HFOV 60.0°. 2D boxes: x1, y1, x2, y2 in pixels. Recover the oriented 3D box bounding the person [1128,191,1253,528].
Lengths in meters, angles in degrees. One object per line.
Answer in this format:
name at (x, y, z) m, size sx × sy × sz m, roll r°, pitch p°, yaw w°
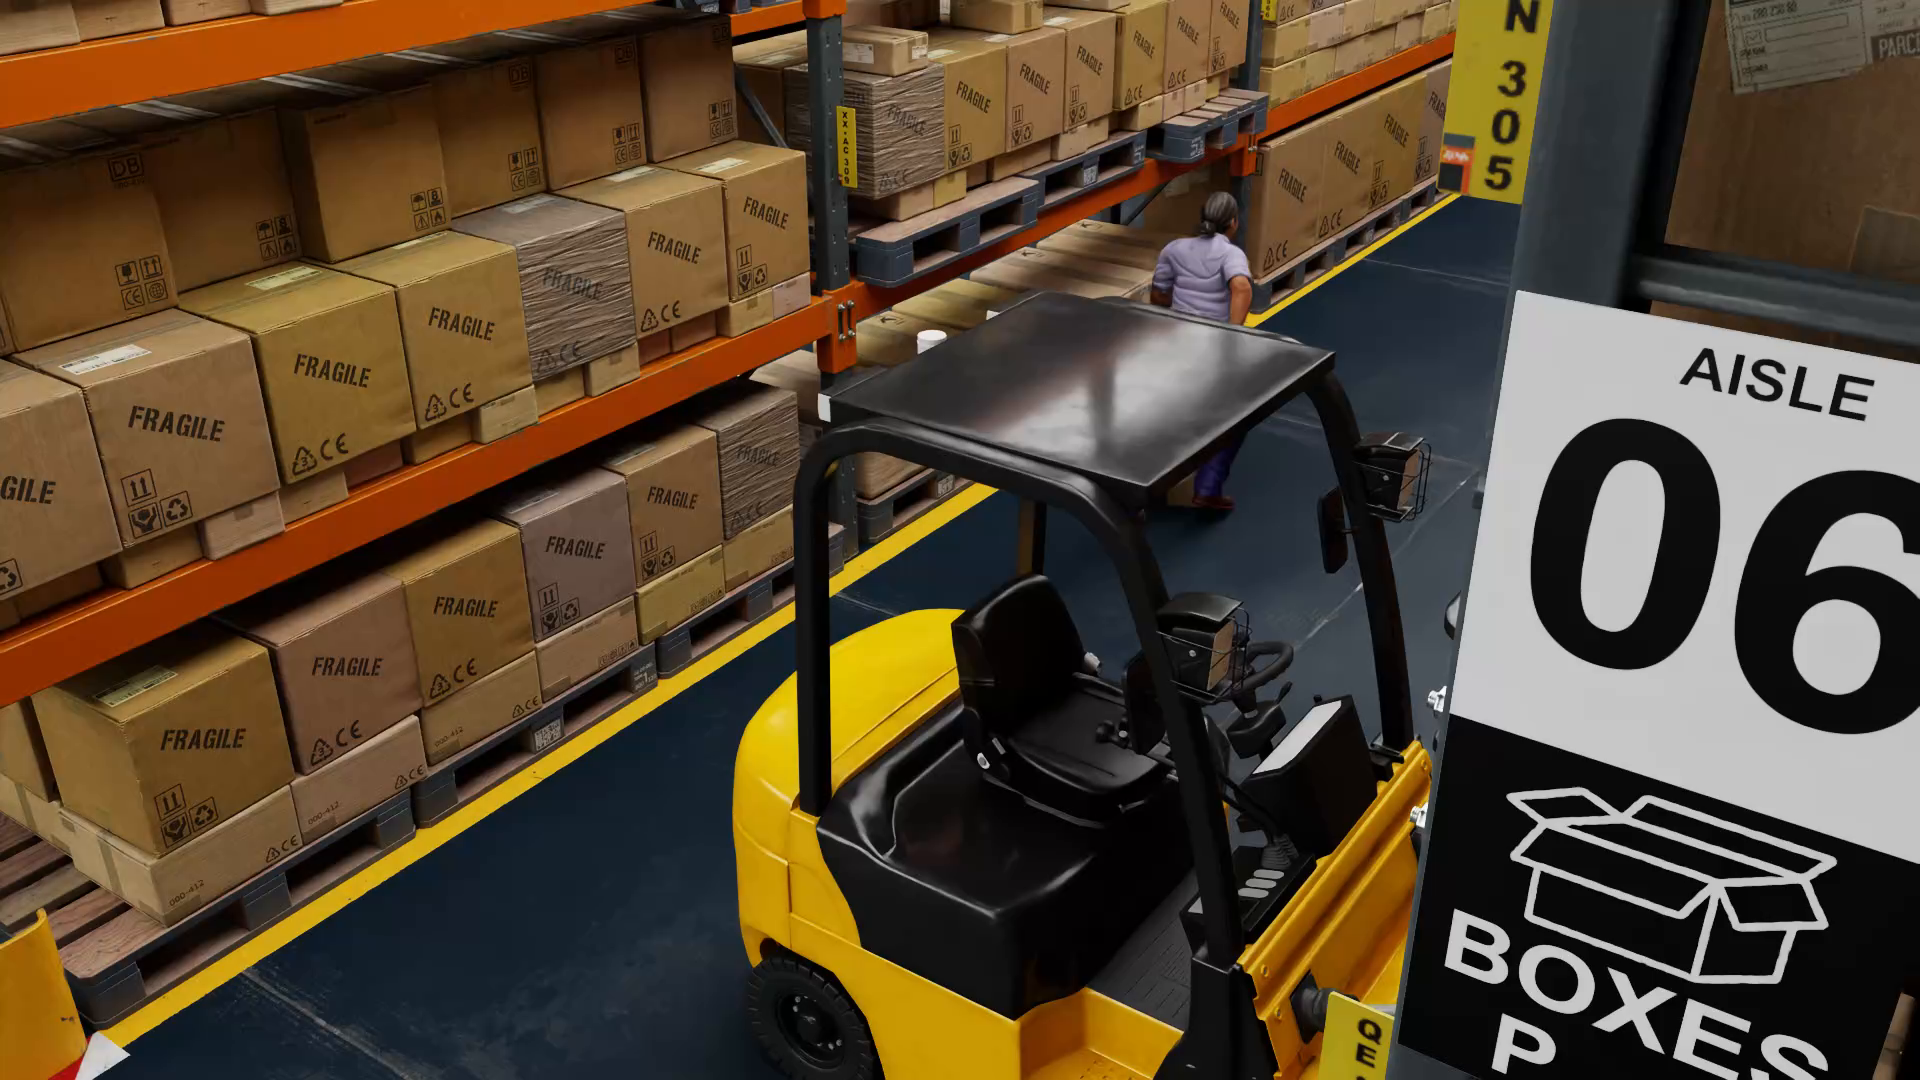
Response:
person at (1.103, -0.821, 7.799) m, size 0.599 × 1.561 × 0.914 m, roll 15°, pitch 31°, yaw 26°
